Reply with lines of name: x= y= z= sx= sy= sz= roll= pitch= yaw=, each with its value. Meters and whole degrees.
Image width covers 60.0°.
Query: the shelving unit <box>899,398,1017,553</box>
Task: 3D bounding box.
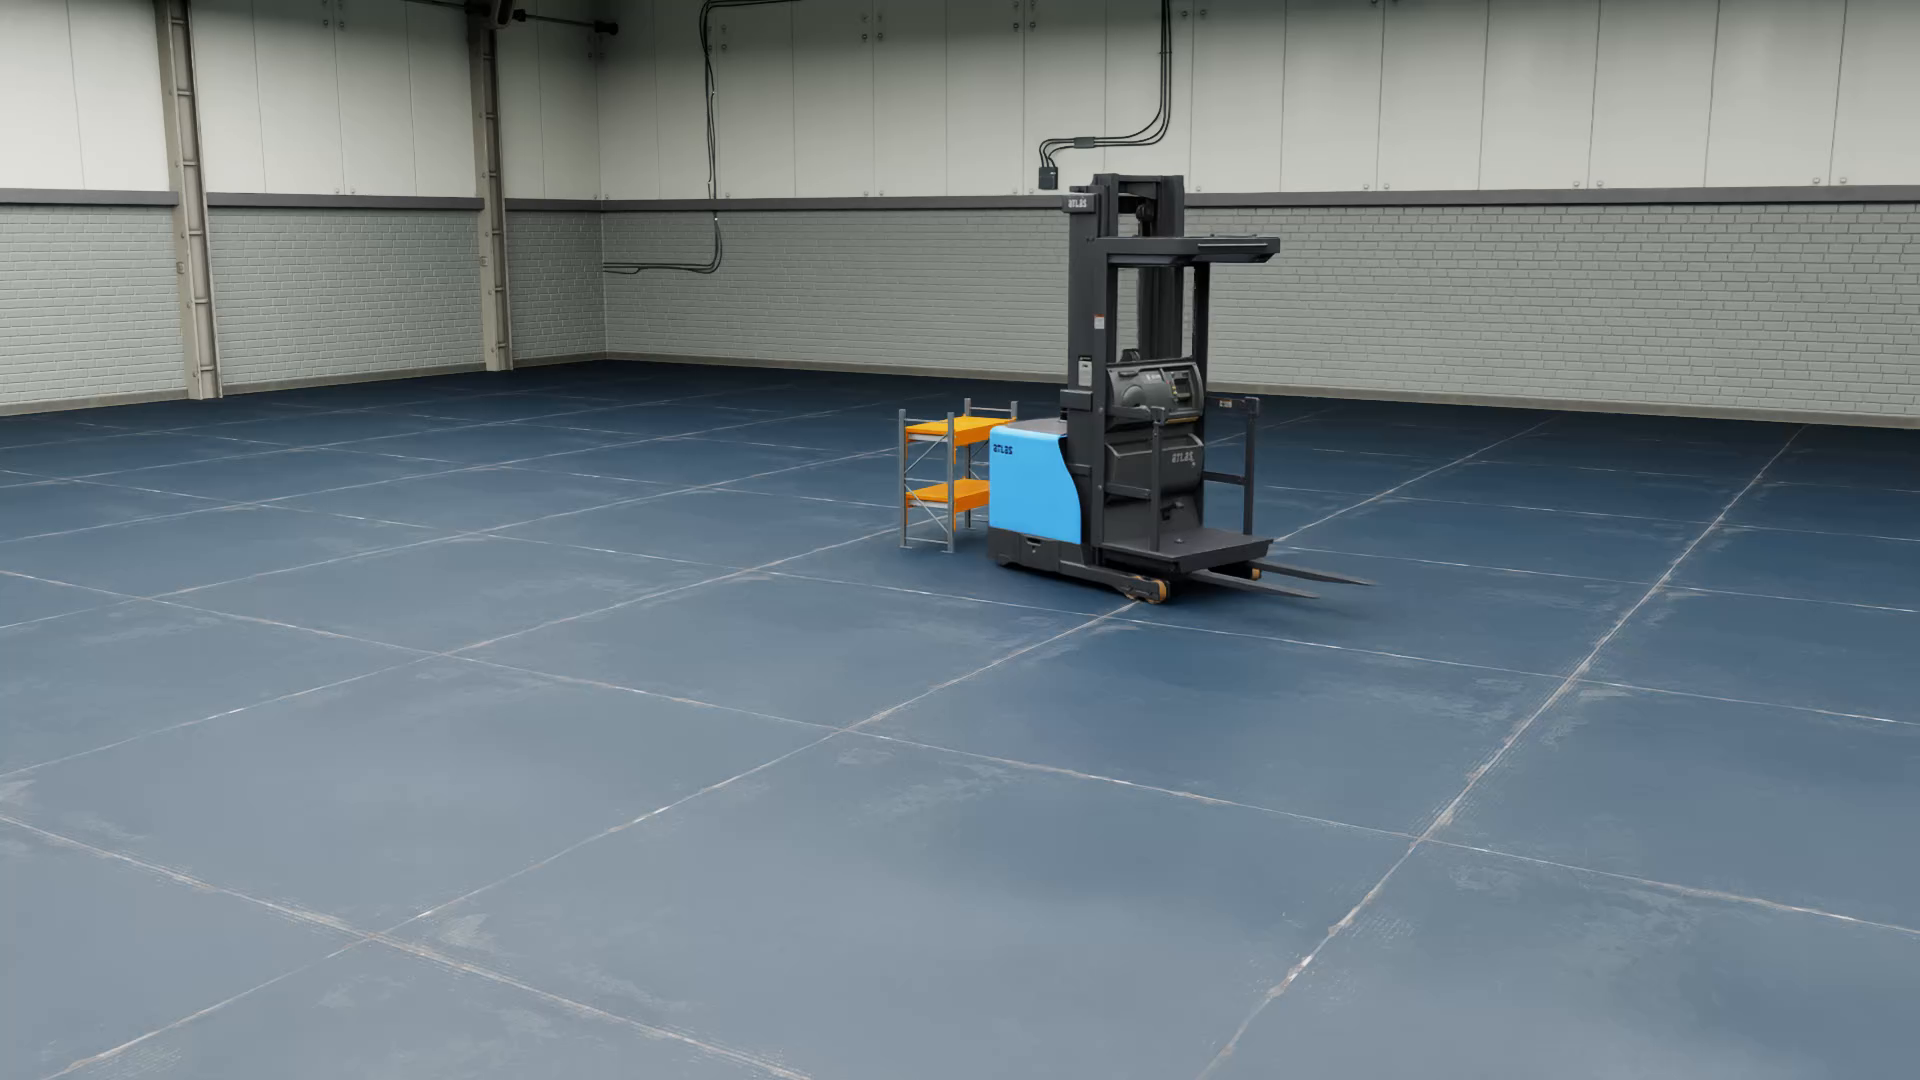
shelving unit: x=-0.004 y=-0.552 z=13.759 sx=0.538 sy=1.125 sz=1.048 roll=6 pitch=12 yaw=31

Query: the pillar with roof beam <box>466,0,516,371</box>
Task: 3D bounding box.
pillar with roof beam: x=-4.787 y=-7.136 z=27.533 sx=9.100 sy=9.000 sz=0.548 roll=6 pitch=12 yaw=31

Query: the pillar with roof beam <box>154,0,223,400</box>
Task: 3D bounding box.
pillar with roof beam: x=-7.902 y=-6.193 z=22.492 sx=9.100 sy=9.000 sz=0.400 roll=6 pitch=12 yaw=31

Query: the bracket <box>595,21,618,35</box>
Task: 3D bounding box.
bracket: x=-6.717 y=-9.721 z=31.557 sx=0.235 sy=0.232 sz=0.430 roll=6 pitch=12 yaw=31

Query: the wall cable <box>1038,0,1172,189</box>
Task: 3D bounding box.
wall cable: x=2.299 y=-8.647 z=26.359 sx=2.305 sy=6.003 sz=0.169 roll=6 pitch=12 yaw=31

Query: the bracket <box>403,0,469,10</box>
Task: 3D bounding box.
bracket: x=-9.716 y=-8.812 z=26.704 sx=0.076 sy=0.066 sz=4.783 roll=6 pitch=12 yaw=31

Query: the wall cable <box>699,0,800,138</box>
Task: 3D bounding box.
wall cable: x=-3.494 y=-8.582 z=29.970 sx=3.097 sy=2.526 sz=0.112 roll=6 pitch=12 yaw=31

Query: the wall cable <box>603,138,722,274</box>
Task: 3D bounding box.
wall cable: x=-5.807 y=-6.358 z=31.815 sx=3.097 sy=2.526 sz=0.112 roll=6 pitch=12 yaw=31

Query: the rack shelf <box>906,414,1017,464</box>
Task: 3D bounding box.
rack shelf: x=-0.004 y=-0.840 z=13.706 sx=0.538 sy=0.278 sz=1.000 roll=6 pitch=12 yaw=31

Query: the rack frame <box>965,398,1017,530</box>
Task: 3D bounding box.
rack frame: x=0.260 y=-0.632 z=14.187 sx=0.500 sy=1.125 sz=0.032 roll=6 pitch=12 yaw=31

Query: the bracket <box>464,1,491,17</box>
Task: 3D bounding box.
bracket: x=-8.378 y=-9.218 z=28.868 sx=0.235 sy=0.232 sz=0.430 roll=6 pitch=12 yaw=31

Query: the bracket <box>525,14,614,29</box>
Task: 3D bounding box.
bracket: x=-7.024 y=-9.628 z=31.061 sx=0.076 sy=0.066 sz=3.189 roll=6 pitch=12 yaw=31

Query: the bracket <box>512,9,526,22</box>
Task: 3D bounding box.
bracket: x=-7.947 y=-9.348 z=29.566 sx=0.235 sy=0.232 sz=0.430 roll=6 pitch=12 yaw=31

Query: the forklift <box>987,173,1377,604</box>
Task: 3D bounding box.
forklift: x=1.549 y=-1.104 z=11.800 sx=1.130 sy=2.935 sz=3.031 roll=-9 pitch=14 yaw=-40

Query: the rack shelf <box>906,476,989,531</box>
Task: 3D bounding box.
rack shelf: x=-0.004 y=-0.311 z=13.804 sx=0.538 sy=0.278 sz=1.000 roll=6 pitch=12 yaw=31

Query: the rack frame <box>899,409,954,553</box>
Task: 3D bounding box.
rack frame: x=-0.267 y=-0.472 z=13.332 sx=0.500 sy=1.125 sz=0.032 roll=6 pitch=12 yaw=31
